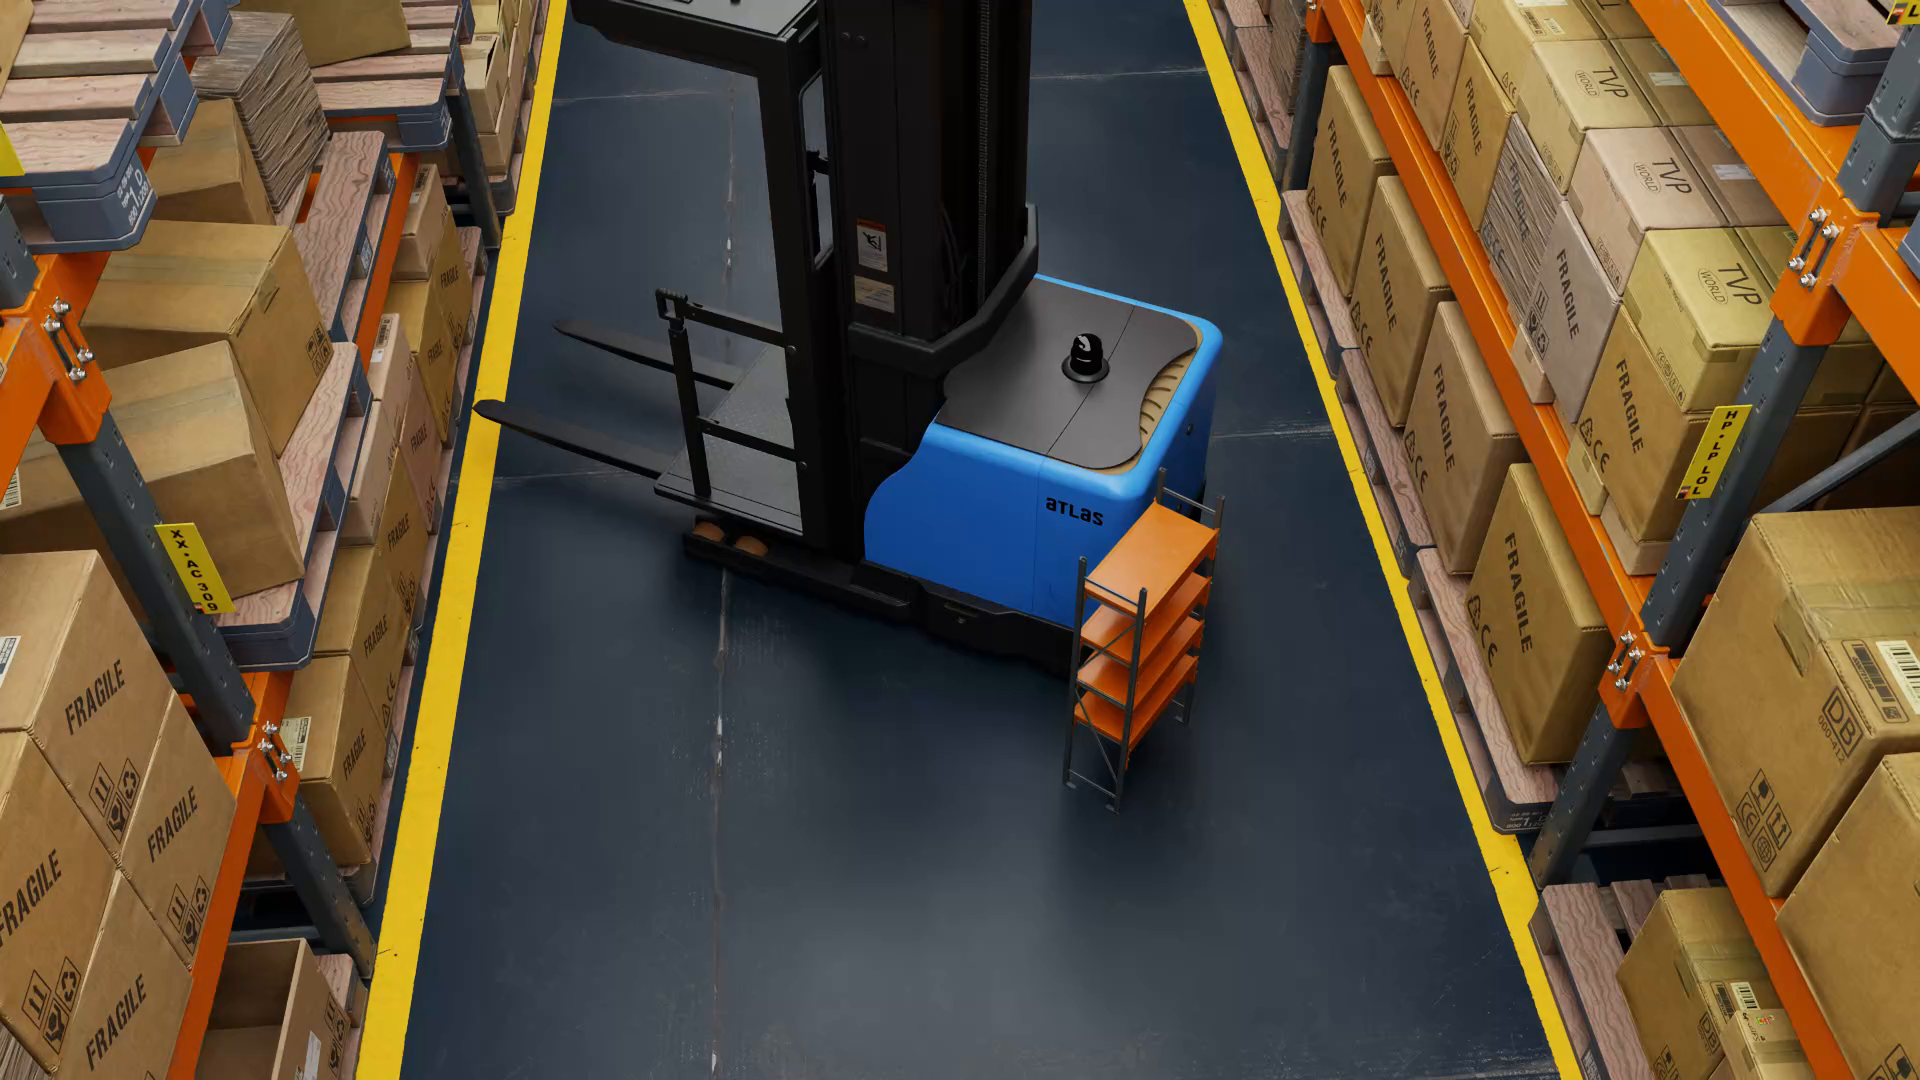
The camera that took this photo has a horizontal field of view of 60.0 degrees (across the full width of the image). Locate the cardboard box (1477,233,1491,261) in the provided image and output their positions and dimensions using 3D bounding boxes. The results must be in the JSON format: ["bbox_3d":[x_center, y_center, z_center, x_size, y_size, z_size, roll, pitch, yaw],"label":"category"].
[{"bbox_3d":[2.101,-1.155,6.074,0.380,0.149,0.250,-2,47,-2],"label":"cardboard box"}]

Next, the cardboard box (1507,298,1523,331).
[{"bbox_3d":[2.118,-0.780,5.719,0.380,0.149,0.250,-3,47,-3],"label":"cardboard box"}]

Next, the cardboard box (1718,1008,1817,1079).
[{"bbox_3d":[2.293,1.406,4.475,0.380,0.149,0.250,-2,47,-2],"label":"cardboard box"}]

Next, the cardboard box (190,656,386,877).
[{"bbox_3d":[-2.248,0.755,5.524,0.500,0.500,0.500,-5,47,-5],"label":"cardboard box"}]

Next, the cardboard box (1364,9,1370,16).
[{"bbox_3d":[1.960,-2.272,7.132,0.380,0.149,0.250,-3,47,-3],"label":"cardboard box"}]

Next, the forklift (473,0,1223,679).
[{"bbox_3d":[-0.570,-1.192,5.997,3.031,2.935,1.130,18,49,16],"label":"forklift"}]

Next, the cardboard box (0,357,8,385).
[{"bbox_3d":[-2.145,-0.233,3.079,0.500,0.250,0.500,-3,47,-3],"label":"cardboard box"}]

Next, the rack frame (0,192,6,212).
[{"bbox_3d":[-2.451,-1.652,2.253,1.000,3.000,0.127,-3,47,-3],"label":"rack frame"}]

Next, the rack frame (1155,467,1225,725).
[{"bbox_3d":[0.754,0.228,5.845,0.240,1.200,0.015,27,52,23],"label":"rack frame"}]

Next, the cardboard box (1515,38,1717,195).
[{"bbox_3d":[2.115,-1.356,5.301,0.500,0.250,0.500,-3,47,-3],"label":"cardboard box"}]

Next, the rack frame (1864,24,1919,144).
[{"bbox_3d":[2.485,-1.956,2.541,1.000,3.000,0.127,-3,47,-3],"label":"rack frame"}]

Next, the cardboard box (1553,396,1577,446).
[{"bbox_3d":[2.154,-0.412,5.370,0.380,0.149,0.250,-2,47,-2],"label":"cardboard box"}]

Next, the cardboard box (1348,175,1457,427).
[{"bbox_3d":[2.148,-1.018,6.976,0.750,0.750,0.750,-4,47,-3],"label":"cardboard box"}]

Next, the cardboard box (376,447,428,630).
[{"bbox_3d":[-2.338,0.007,6.232,0.500,0.500,0.500,-3,47,-3],"label":"cardboard box"}]

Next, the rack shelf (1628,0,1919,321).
[{"bbox_3d":[2.318,-2.124,5.261,1.077,0.370,4.000,-3,47,-3],"label":"rack shelf"}]

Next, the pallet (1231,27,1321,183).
[{"bbox_3d":[2.087,-2.393,9.008,1.003,0.211,1.213,-3,47,-3],"label":"pallet"}]

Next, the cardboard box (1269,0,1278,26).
[{"bbox_3d":[2.111,-2.976,9.058,0.700,0.500,0.500,-4,47,-3],"label":"cardboard box"}]

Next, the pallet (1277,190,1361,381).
[{"bbox_3d":[2.141,-1.253,7.928,1.003,0.211,1.213,-3,47,-3],"label":"pallet"}]

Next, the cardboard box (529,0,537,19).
[{"bbox_3d":[-2.672,-3.189,9.445,0.500,0.250,0.500,-3,47,-2],"label":"cardboard box"}]

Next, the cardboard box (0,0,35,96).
[{"bbox_3d":[-2.419,-1.202,3.466,0.600,0.600,0.600,-8,47,-7],"label":"cardboard box"}]

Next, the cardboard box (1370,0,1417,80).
[{"bbox_3d":[1.971,-2.184,6.601,0.500,0.500,0.500,-2,47,-2],"label":"cardboard box"}]

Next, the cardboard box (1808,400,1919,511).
[{"bbox_3d":[2.698,-0.384,4.897,0.500,0.500,0.500,-5,47,-5],"label":"cardboard box"}]

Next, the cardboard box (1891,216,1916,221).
[{"bbox_3d":[2.656,-1.021,4.983,0.500,0.250,0.500,-3,47,-3],"label":"cardboard box"}]

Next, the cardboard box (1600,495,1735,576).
[{"bbox_3d":[2.175,-0.040,5.018,0.380,0.149,0.250,-3,47,-3],"label":"cardboard box"}]

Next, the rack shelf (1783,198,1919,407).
[{"bbox_3d":[2.653,0.770,2.521,1.077,0.370,4.000,-3,47,-3],"label":"rack shelf"}]

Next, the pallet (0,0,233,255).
[{"bbox_3d":[-2.435,-1.032,3.861,1.213,0.211,1.003,-3,47,-3],"label":"pallet"}]

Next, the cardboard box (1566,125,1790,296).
[{"bbox_3d":[2.158,-0.987,4.951,0.500,0.250,0.500,-3,47,-2],"label":"cardboard box"}]

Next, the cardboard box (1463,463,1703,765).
[{"bbox_3d":[2.301,0.240,5.785,0.750,0.750,0.750,-3,47,-3],"label":"cardboard box"}]

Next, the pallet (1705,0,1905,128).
[{"bbox_3d":[2.359,-1.519,4.325,0.805,0.209,1.217,-5,47,-5],"label":"pallet"}]

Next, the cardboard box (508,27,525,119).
[{"bbox_3d":[-2.580,-2.442,8.738,0.500,0.250,0.500,-5,47,-4],"label":"cardboard box"}]

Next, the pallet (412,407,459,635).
[{"bbox_3d":[-2.662,-0.101,6.837,1.003,0.211,1.213,-3,47,-3],"label":"pallet"}]

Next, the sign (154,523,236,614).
[{"bbox_3d":[-1.911,0.075,4.153,0.100,0.325,0.005,-3,47,-3],"label":"sign"}]

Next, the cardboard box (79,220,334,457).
[{"bbox_3d":[-2.388,-0.618,5.047,0.700,0.500,0.500,3,47,3],"label":"cardboard box"}]

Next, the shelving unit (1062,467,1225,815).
[{"bbox_3d":[0.614,0.372,5.707,0.258,1.200,0.503,27,52,23],"label":"shelving unit"}]

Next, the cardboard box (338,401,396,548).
[{"bbox_3d":[-2.332,-0.227,5.937,0.500,0.250,0.500,-3,47,-3],"label":"cardboard box"}]

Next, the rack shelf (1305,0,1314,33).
[{"bbox_3d":[1.983,-3.986,9.091,1.077,0.370,4.000,-3,47,-3],"label":"rack shelf"}]

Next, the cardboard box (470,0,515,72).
[{"bbox_3d":[-2.589,-2.651,8.550,0.500,0.311,0.500,-5,47,-4],"label":"cardboard box"}]

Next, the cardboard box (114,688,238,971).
[{"bbox_3d":[-2.153,0.723,4.067,0.500,0.500,0.500,-3,47,-3],"label":"cardboard box"}]

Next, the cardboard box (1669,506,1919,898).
[{"bbox_3d":[2.514,0.398,4.237,0.980,0.700,0.700,-3,47,-3],"label":"cardboard box"}]

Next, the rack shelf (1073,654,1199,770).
[{"bbox_3d":[0.614,0.555,5.900,0.258,0.148,0.480,27,52,23],"label":"rack shelf"}]

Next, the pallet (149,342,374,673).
[{"bbox_3d":[-2.409,-0.108,5.055,1.003,0.211,1.213,-3,47,-3],"label":"pallet"}]

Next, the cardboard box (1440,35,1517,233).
[{"bbox_3d":[2.062,-1.448,5.905,0.500,0.500,0.500,-2,47,-2],"label":"cardboard box"}]

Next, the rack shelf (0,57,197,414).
[{"bbox_3d":[-2.618,-1.820,4.974,1.077,0.370,4.000,-3,47,-3],"label":"rack shelf"}]

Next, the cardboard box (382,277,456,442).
[{"bbox_3d":[-2.430,-0.738,6.938,0.500,0.500,0.500,-5,47,-5],"label":"cardboard box"}]

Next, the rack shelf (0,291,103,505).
[{"bbox_3d":[-2.283,1.074,2.233,1.077,0.370,4.000,-3,47,-3],"label":"rack shelf"}]

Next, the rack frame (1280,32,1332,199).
[{"bbox_3d":[2.150,-2.787,7.460,1.000,3.000,0.127,-3,47,-3],"label":"rack frame"}]

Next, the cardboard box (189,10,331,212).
[{"bbox_3d":[-2.734,-1.540,5.921,0.700,0.500,0.500,4,47,4],"label":"cardboard box"}]

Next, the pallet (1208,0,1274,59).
[{"bbox_3d":[1.988,-3.274,9.842,1.003,0.211,1.213,-3,47,-3],"label":"pallet"}]

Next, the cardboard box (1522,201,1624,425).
[{"bbox_3d":[2.143,-0.723,5.218,0.500,0.500,0.500,-3,47,-3],"label":"cardboard box"}]

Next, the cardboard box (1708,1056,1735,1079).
[{"bbox_3d":[2.485,1.733,4.611,0.700,0.500,0.500,-4,47,-4],"label":"cardboard box"}]

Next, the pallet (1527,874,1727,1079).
[{"bbox_3d":[2.471,1.621,5.206,1.003,0.211,1.213,-3,47,-3],"label":"pallet"}]

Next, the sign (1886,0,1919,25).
[{"bbox_3d":[1.945,-1.170,3.290,0.100,0.325,0.005,-3,47,-3],"label":"sign"}]

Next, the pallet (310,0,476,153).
[{"bbox_3d":[-2.659,-1.931,6.781,1.213,0.211,1.003,-3,47,-3],"label":"pallet"}]

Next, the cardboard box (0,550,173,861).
[{"bbox_3d":[-2.150,0.383,3.700,0.500,0.500,0.500,-3,47,-3],"label":"cardboard box"}]

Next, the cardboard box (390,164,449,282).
[{"bbox_3d":[-2.464,-1.330,6.982,0.500,0.250,0.500,-2,47,-2],"label":"cardboard box"}]

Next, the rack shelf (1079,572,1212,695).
[{"bbox_3d":[0.614,0.265,5.594,0.258,0.148,0.480,27,52,23],"label":"rack shelf"}]

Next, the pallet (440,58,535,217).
[{"bbox_3d":[-2.816,-2.122,8.751,1.003,0.211,1.213,-3,47,-3],"label":"pallet"}]
